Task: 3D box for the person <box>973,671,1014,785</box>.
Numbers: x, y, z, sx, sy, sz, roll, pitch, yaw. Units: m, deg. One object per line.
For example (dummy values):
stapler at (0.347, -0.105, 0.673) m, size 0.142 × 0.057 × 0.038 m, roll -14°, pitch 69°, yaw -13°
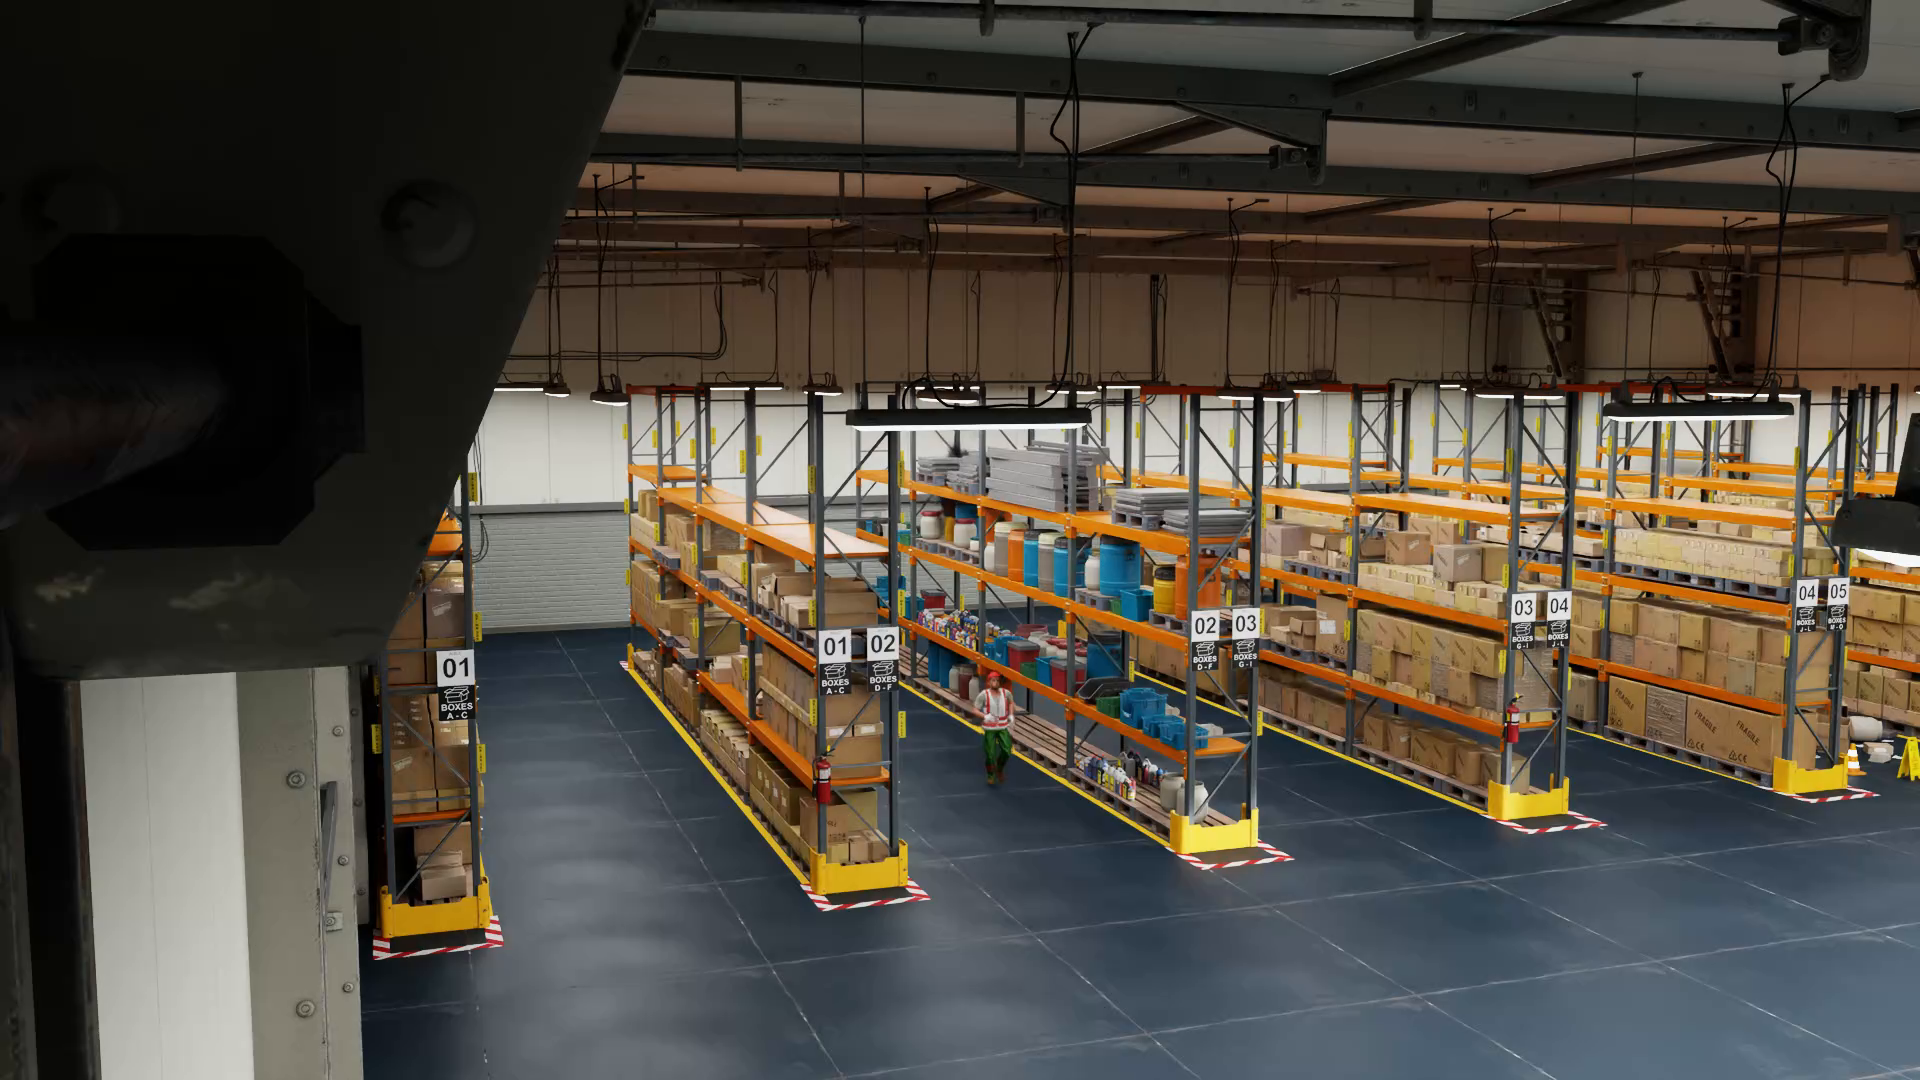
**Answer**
person at (0.544, 2.855, 25.067) m, size 0.685 × 1.757 × 0.623 m, roll -1°, pitch 6°, yaw -13°
